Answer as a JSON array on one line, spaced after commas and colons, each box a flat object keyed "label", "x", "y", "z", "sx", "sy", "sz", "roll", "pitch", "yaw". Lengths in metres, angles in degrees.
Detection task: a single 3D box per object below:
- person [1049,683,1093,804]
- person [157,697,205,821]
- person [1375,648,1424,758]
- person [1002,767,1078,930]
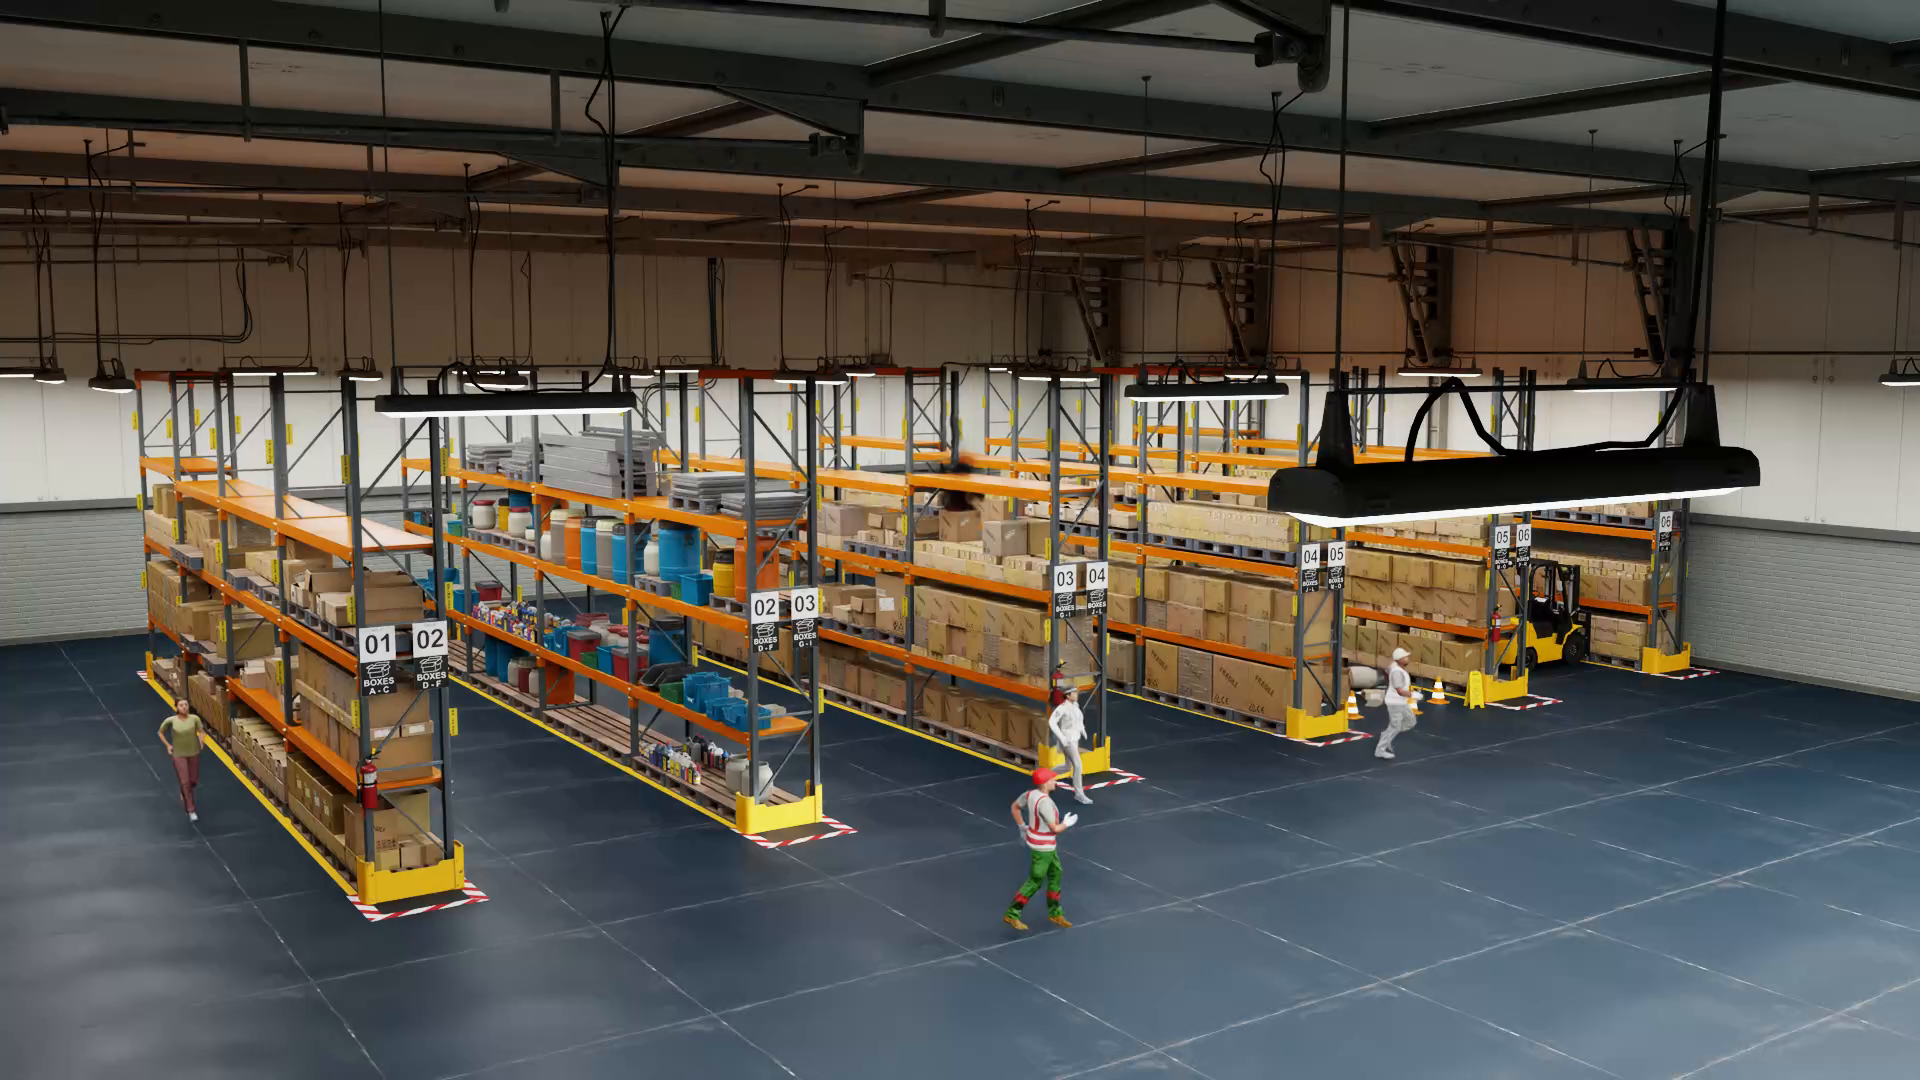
[{"label": "person", "x": 1.518, "y": 2.855, "z": 23.568, "sx": 0.835, "sy": 1.703, "sz": 0.637, "roll": 3, "pitch": 7, "yaw": 27}, {"label": "person", "x": -10.629, "y": 2.957, "z": 22.772, "sx": 0.579, "sy": 1.662, "sz": 0.836, "roll": -5, "pitch": 8, "yaw": -38}, {"label": "person", "x": 6.871, "y": 2.537, "z": 25.969, "sx": 0.715, "sy": 1.732, "sz": 0.716, "roll": 2, "pitch": 7, "yaw": 17}, {"label": "person", "x": 0.879, "y": 3.388, "z": 18.132, "sx": 0.810, "sy": 1.844, "sz": 0.661, "roll": -1, "pitch": 7, "yaw": -9}]
